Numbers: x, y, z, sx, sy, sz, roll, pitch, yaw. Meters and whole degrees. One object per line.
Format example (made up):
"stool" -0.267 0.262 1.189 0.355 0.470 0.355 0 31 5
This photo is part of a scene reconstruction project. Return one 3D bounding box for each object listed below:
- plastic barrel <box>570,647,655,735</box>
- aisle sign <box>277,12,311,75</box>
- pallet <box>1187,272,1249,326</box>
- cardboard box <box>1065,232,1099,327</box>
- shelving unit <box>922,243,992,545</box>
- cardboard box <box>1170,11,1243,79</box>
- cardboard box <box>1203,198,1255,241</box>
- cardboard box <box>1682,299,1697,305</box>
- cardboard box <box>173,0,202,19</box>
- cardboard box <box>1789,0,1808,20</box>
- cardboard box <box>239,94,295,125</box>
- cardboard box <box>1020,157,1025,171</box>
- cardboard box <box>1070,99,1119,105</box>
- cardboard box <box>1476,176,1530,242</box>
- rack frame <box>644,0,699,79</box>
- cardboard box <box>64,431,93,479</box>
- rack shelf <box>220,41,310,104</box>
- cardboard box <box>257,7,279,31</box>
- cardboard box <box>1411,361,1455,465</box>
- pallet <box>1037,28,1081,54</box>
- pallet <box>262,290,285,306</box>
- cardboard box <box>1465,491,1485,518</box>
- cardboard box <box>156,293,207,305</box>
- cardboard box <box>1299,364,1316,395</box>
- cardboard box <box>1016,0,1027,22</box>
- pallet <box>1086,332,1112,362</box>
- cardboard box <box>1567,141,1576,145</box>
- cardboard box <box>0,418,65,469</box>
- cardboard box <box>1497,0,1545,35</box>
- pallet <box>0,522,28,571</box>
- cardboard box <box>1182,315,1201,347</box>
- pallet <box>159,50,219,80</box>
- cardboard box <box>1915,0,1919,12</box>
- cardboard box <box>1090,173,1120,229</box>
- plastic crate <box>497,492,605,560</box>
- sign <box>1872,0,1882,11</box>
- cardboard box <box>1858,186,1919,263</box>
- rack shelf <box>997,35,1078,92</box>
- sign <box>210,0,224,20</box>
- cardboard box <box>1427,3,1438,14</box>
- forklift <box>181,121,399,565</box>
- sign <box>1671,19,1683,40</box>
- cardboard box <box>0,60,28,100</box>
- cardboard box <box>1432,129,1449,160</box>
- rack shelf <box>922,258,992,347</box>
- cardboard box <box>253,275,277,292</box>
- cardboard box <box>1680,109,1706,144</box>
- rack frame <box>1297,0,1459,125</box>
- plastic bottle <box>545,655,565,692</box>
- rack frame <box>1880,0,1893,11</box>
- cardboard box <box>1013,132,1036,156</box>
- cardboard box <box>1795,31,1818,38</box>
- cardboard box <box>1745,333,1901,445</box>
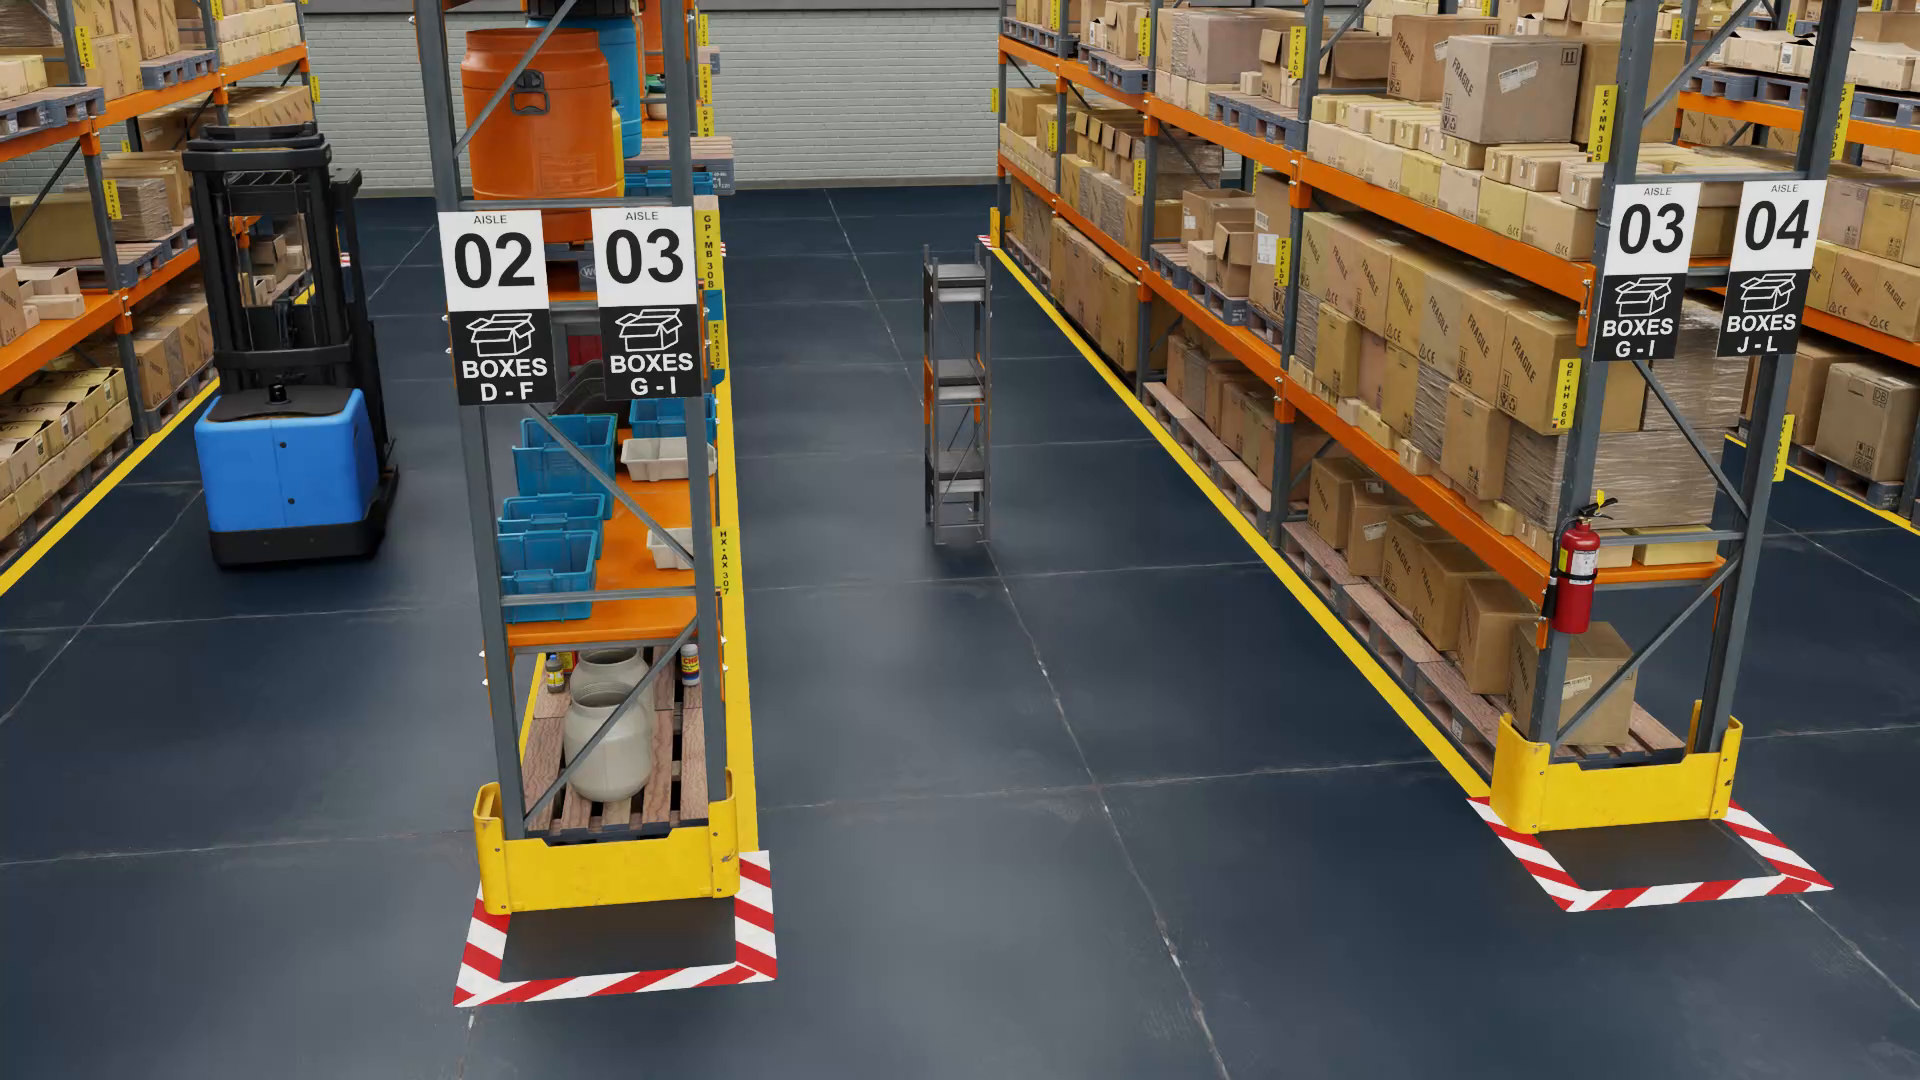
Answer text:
"plastic barrel" -1.815 0.821 8.685 0.421 0.512 0.421 0 20 0
"aisle sign" -8.488 -6.298 21.075 0.394 0.787 0.004 -3 21 -8
"pallet" 2.501 -1.996 13.548 1.003 0.211 1.213 -3 21 -8
"cardboard box" 1.840 -2.826 17.931 1.225 0.875 0.875 -4 21 -10
"shelving unit" -0.024 -1.041 12.002 0.431 2.100 0.503 -3 21 -8
"cardboard box" 2.058 -4.104 13.773 0.500 0.500 0.500 -3 21 -7
"cardboard box" 2.472 -2.640 14.254 0.700 0.500 0.500 0 20 0
"cardboard box" 3.454 -1.032 8.694 0.500 0.500 0.500 -3 21 -8
"cardboard box" -8.312 -5.743 17.446 0.700 0.500 0.500 -3 21 -8
"cardboard box" 10.971 -7.029 21.576 0.500 0.500 0.500 -3 21 -7
"cardboard box" -8.292 -5.062 19.910 0.500 0.500 0.500 -2 21 -6
"cardboard box" 0.970 -4.750 21.005 0.380 0.149 0.250 -3 21 -9
"cardboard box" 1.640 -5.104 20.313 0.500 0.500 0.500 -4 21 -9
"cardboard box" 2.933 -1.661 8.304 0.500 0.250 0.500 -3 21 -7
"rack frame" -2.726 -5.330 13.625 1.000 3.000 0.127 -3 21 -8
"cardboard box" -7.163 -0.657 13.019 0.500 0.250 0.500 -2 21 -7
"rack shelf" -8.493 -5.417 19.173 1.077 0.370 4.000 -3 21 -8
"cardboard box" -8.314 -6.099 19.470 0.500 0.250 0.500 -3 21 -8
"cardboard box" 3.056 -0.720 9.288 0.875 0.500 0.500 -3 21 -8
"pallet" 1.491 -5.802 19.302 1.003 0.211 1.213 -3 21 -8
"pallet" -8.303 -2.587 18.842 1.003 0.211 1.213 -3 21 -8
"cardboard box" 2.940 -0.228 8.899 0.380 0.149 0.250 -3 21 -8
"cardboard box" -7.715 -2.189 16.735 0.500 0.500 0.500 -3 21 -7
"cardboard box" 2.509 -1.090 11.206 0.380 0.149 0.250 -3 21 -8
"cardboard box" 1.112 -6.857 21.114 0.700 0.500 0.500 -4 21 -10
"pallet" 1.964 -2.161 17.701 1.003 0.211 1.213 -3 21 -8
"cardboard box" 3.364 -2.080 8.856 0.380 0.149 0.250 -4 21 -10
"cardboard box" -7.087 -0.745 12.453 0.500 0.311 0.500 -2 21 -6
"cardboard box" 6.467 -5.882 18.646 0.700 0.500 0.500 -3 21 -8
"pallet" -7.196 0.167 11.467 1.003 0.211 1.213 -3 21 -8
"cardboard box" 2.302 -1.925 14.956 0.500 0.250 0.500 -2 21 -6
"pallet" -8.180 -4.744 16.612 1.213 0.211 1.003 -3 21 -8
"cardboard box" 11.245 -5.983 18.918 0.500 0.500 0.500 -3 21 -9
"cardboard box" 1.642 -3.503 17.166 0.500 0.500 0.500 -3 21 -7
"plastic crate" -2.029 -0.063 8.311 0.499 0.251 0.408 -3 21 -8
"sign" 10.856 -6.310 19.685 0.100 0.325 0.005 -3 21 -8
"cardboard box" 7.521 -2.464 12.956 0.700 0.500 0.500 -3 21 -9
"rack shelf" 1.311 -5.915 20.507 1.077 0.370 4.000 -3 21 -8
"sign" -7.656 -5.517 17.112 0.100 0.325 0.005 -3 21 -8
"cardboard box" 6.060 -6.447 20.402 0.500 0.250 0.500 -2 21 -6
"forklift" -5.005 -1.683 12.534 1.130 2.935 3.031 -4 21 -12
"sign" 6.561 -4.605 15.233 0.100 0.325 0.005 -3 21 -8
"cardboard box" -7.413 -3.468 12.541 0.500 0.250 0.500 -2 21 -6
"cardboard box" 2.806 -2.150 9.042 0.380 0.149 0.250 -4 21 -11
"rack shelf" -0.024 -1.684 11.762 0.431 0.518 0.480 -3 21 -8
"cardboard box" -8.186 -2.990 19.355 0.380 0.166 0.250 -3 21 -8
"cardboard box" 10.614 -5.905 23.597 0.500 0.500 0.500 -3 21 -8
"rack frame" 2.752 -4.195 10.586 1.000 3.000 0.127 -3 21 -8
"plastic bottle" -2.271 0.741 9.315 0.097 0.201 0.097 0 20 0
"rack frame" 11.405 -7.465 19.340 1.000 3.000 0.127 -3 21 -8
"cardboard box" 0.975 -5.075 21.305 0.500 0.250 0.500 -4 21 -10
"cardboard box" 7.546 -4.245 14.391 0.500 0.311 0.500 -3 21 -8
"cardboard box" 7.361 -1.287 13.990 1.050 0.750 0.750 -3 21 -8
